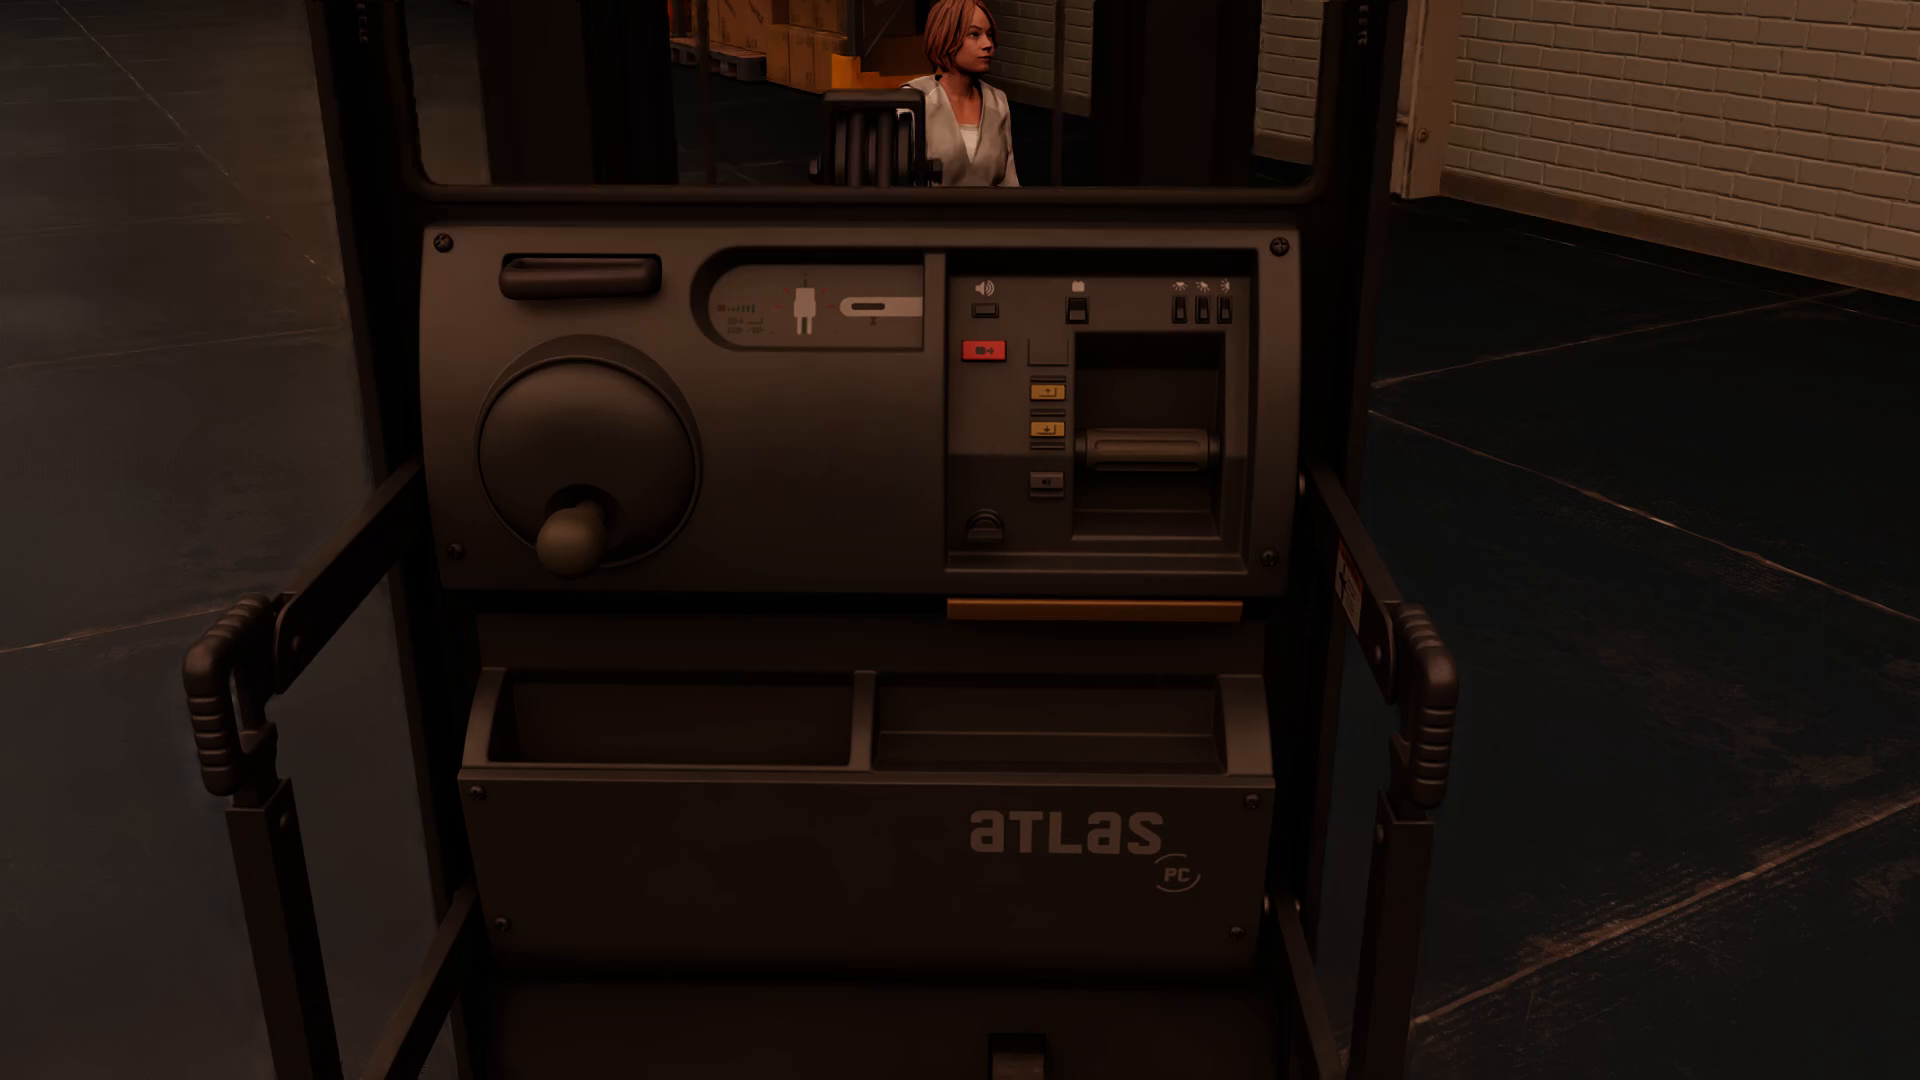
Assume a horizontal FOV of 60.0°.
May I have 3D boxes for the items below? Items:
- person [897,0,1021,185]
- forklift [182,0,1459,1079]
[{"bbox_3d":[0.025,-0.712,4.766,0.521,1.582,0.475,-12,25,-28],"label":"person"},{"bbox_3d":[-0.109,-0.123,1.573,1.130,2.935,3.031,0,22,1],"label":"forklift"}]
